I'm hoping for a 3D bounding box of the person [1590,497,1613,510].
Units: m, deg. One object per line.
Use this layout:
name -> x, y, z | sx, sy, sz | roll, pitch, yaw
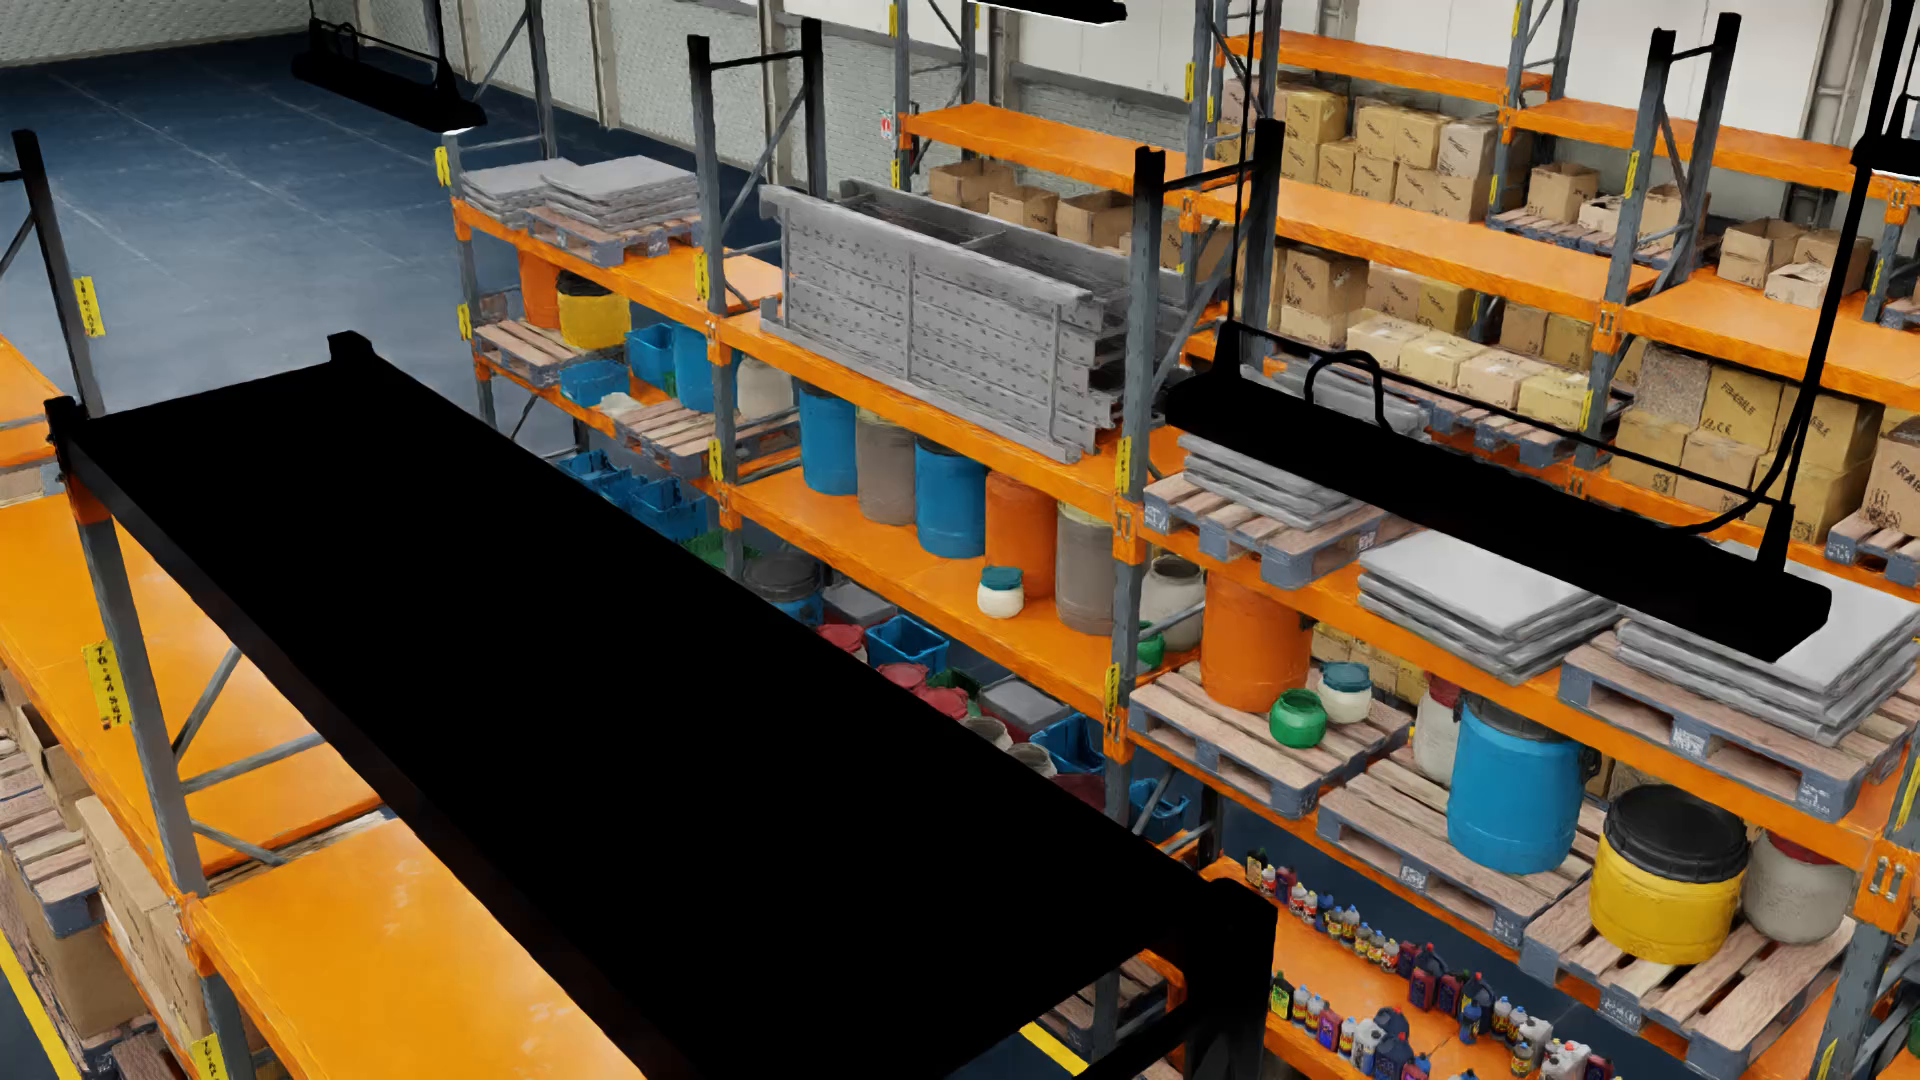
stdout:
person -> 5.806, 0.295, 15.274 | 0.408, 1.533, 0.961 | -16, 31, -28
